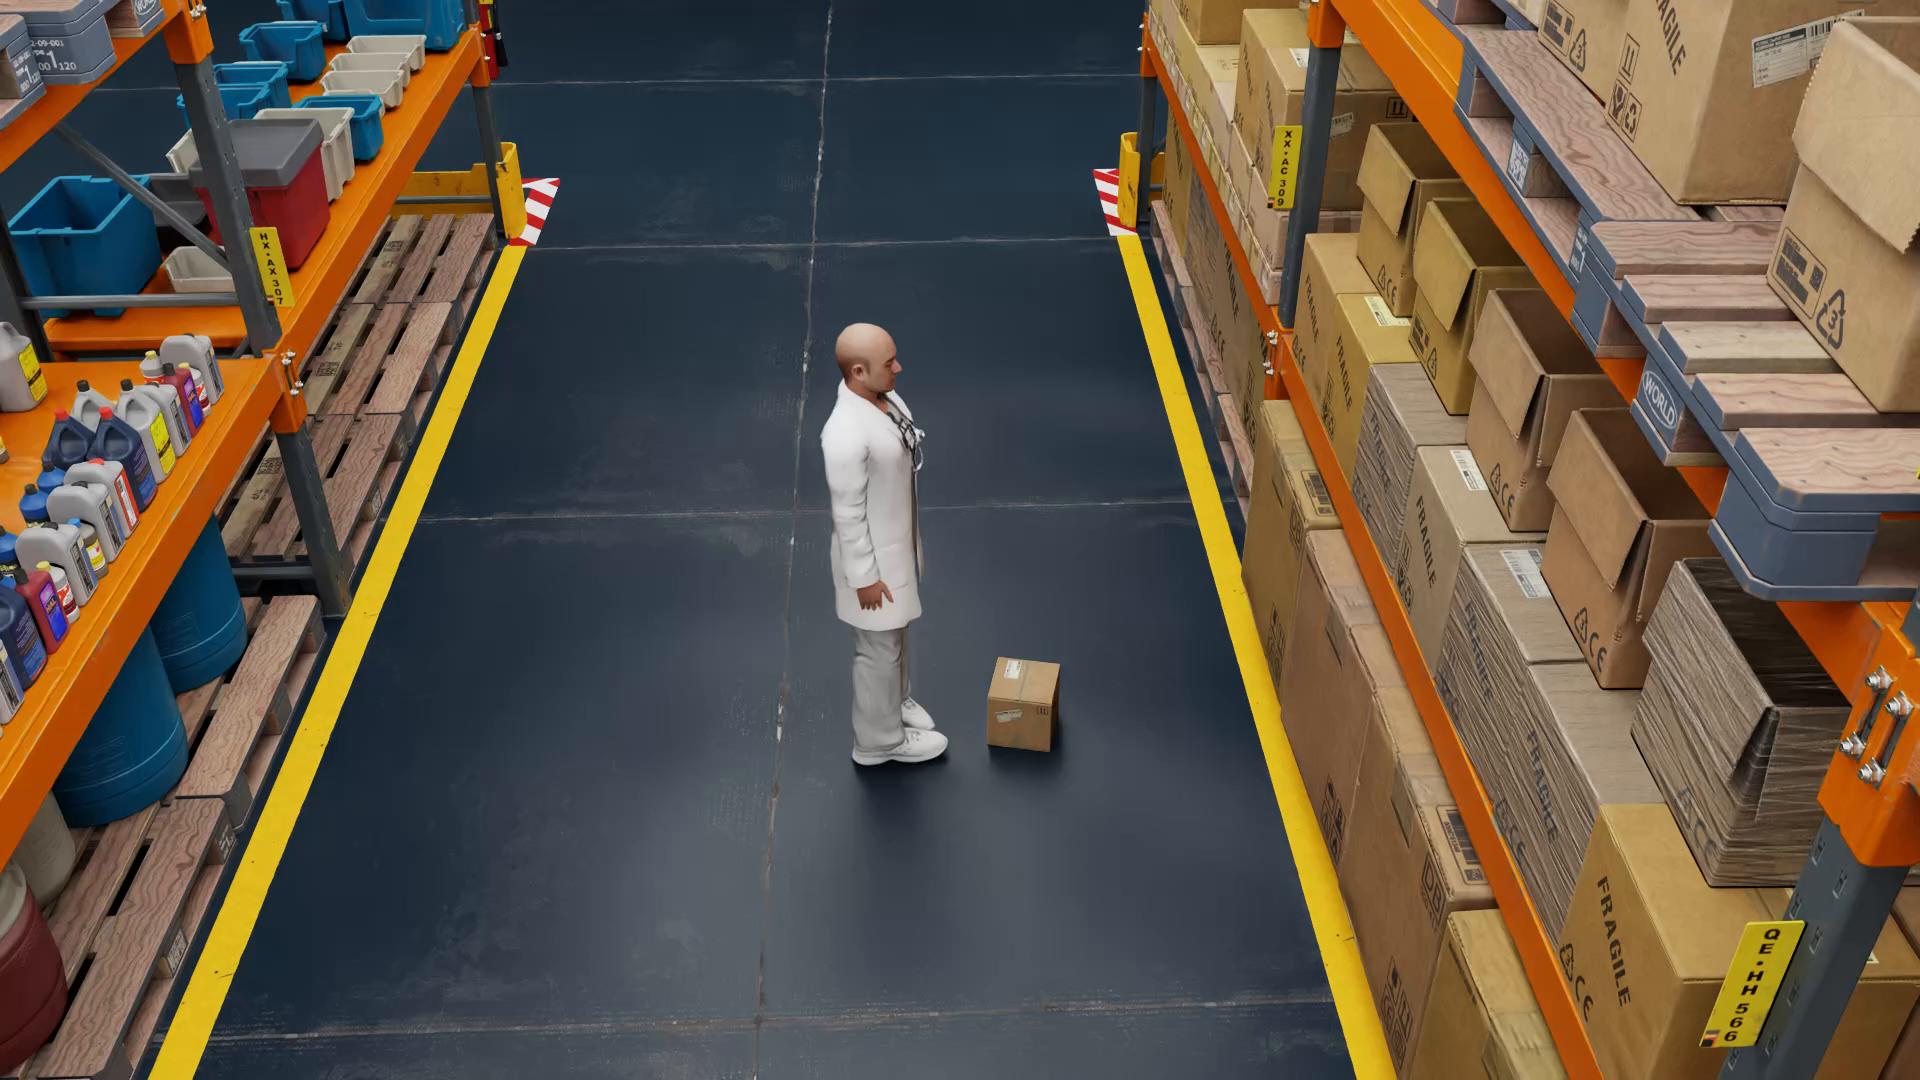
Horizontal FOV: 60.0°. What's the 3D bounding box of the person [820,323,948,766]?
[{"bbox_3d":[-0.247,0.022,6.104,0.433,1.783,0.615,5,35,7],"label":"person"}]
